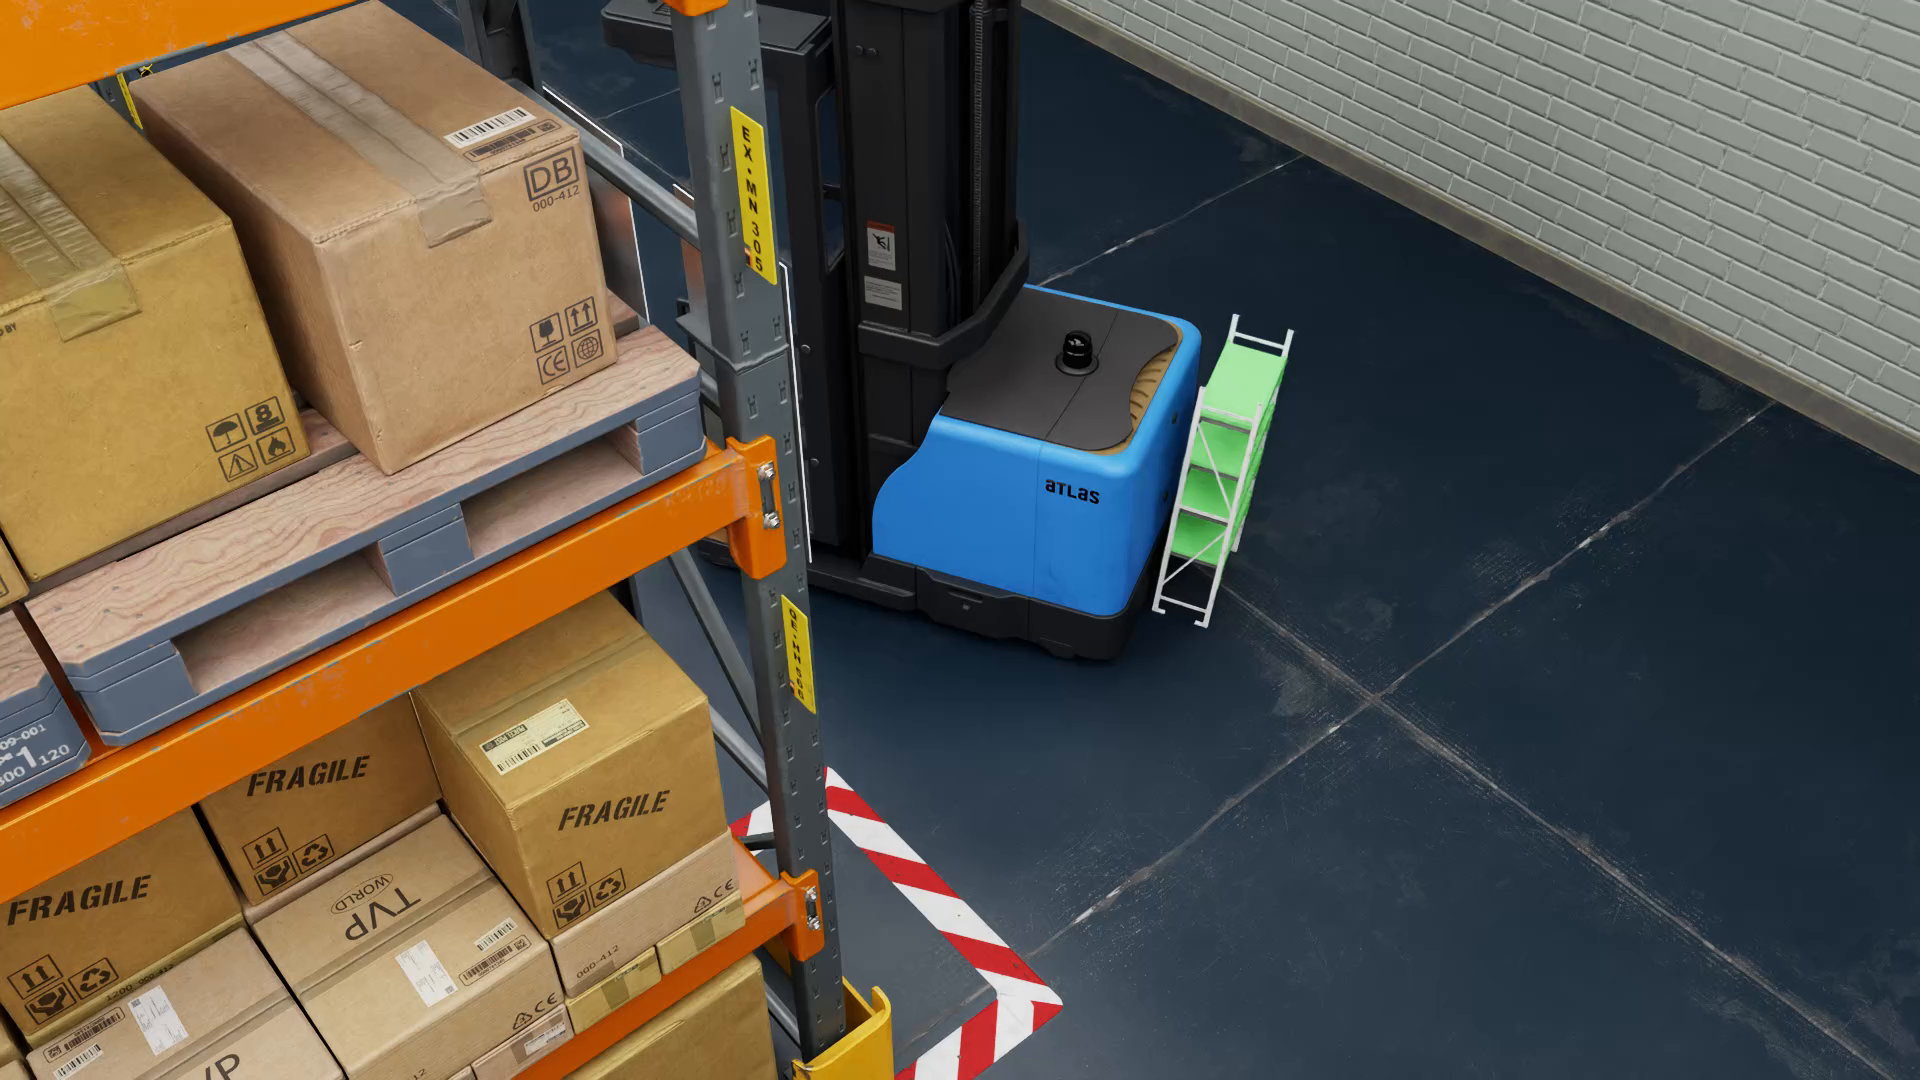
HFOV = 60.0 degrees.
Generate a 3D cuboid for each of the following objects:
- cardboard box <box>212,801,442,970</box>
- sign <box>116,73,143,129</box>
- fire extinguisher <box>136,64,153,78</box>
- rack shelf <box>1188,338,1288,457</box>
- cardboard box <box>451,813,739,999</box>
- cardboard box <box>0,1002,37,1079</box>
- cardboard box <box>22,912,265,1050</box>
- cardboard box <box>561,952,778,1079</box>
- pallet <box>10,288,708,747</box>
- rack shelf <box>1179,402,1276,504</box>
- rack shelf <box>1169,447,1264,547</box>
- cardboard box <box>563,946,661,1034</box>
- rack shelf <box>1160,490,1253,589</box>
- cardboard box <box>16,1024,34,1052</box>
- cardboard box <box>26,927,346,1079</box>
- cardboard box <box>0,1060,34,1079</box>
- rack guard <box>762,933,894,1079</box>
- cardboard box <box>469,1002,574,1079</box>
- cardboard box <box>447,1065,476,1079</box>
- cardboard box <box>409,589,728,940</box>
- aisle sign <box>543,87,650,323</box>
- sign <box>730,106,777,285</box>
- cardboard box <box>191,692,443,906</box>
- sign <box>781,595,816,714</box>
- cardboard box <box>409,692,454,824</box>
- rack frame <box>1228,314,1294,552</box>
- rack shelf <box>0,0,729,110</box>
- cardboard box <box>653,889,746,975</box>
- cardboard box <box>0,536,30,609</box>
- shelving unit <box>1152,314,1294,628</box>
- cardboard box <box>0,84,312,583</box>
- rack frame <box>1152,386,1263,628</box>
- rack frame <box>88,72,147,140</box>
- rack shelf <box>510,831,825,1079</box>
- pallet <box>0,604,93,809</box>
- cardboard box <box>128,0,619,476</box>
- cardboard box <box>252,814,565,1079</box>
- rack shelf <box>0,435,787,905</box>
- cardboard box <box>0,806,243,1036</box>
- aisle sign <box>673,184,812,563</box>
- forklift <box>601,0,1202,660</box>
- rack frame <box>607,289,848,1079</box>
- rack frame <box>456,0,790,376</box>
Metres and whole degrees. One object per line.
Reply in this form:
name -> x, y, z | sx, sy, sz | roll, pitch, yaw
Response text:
cardboard box -> -1.645, 0.729, 4.229 | 0.500, 0.250, 0.500 | -30, 51, -28
sign -> -3.521, -1.897, 7.013 | 0.005, 0.325, 0.100 | -30, 51, -28
fire extinguisher -> -3.479, -1.783, 7.340 | 0.183, 0.674, 0.296 | -30, 51, -28
rack shelf -> 1.073, -0.552, 6.396 | 0.258, 0.148, 0.480 | 18, 46, 12
cardboard box -> -0.910, 0.780, 4.174 | 0.500, 0.250, 0.500 | -31, 51, -28
cardboard box -> -2.429, 1.179, 3.749 | 0.500, 0.250, 0.500 | -31, 51, -29
cardboard box -> -2.033, 0.947, 3.996 | 0.500, 0.250, 0.500 | -32, 52, -29
cardboard box -> -1.149, 1.426, 4.839 | 0.875, 0.875, 0.875 | -30, 51, -28
pallet -> -1.271, -0.248, 3.250 | 1.213, 0.211, 1.003 | -30, 51, -28
rack shelf -> 1.057, -0.382, 6.564 | 0.258, 0.148, 0.480 | 18, 46, 12
rack shelf -> 1.042, -0.211, 6.733 | 0.258, 0.148, 0.480 | 18, 46, 12
cardboard box -> -0.969, 1.018, 4.213 | 0.250, 0.149, 0.380 | -29, 51, -28
rack shelf -> 1.026, -0.041, 6.901 | 0.258, 0.148, 0.480 | 18, 46, 12
cardboard box -> -2.372, 1.232, 3.984 | 0.250, 0.149, 0.380 | -31, 51, -29
cardboard box -> -1.690, 1.226, 3.699 | 0.500, 0.250, 0.500 | -32, 52, -29
cardboard box -> -2.087, 1.457, 3.453 | 0.500, 0.250, 0.500 | -30, 51, -28
rack guard -> -0.690, 1.382, 5.467 | 0.348, 0.500, 1.175 | -30, 51, -28
cardboard box -> -1.163, 1.128, 4.095 | 0.250, 0.149, 0.380 | -30, 51, -28
cardboard box -> -1.355, 1.237, 3.979 | 0.250, 0.149, 0.380 | -29, 50, -27
cardboard box -> -0.914, 0.506, 3.918 | 0.500, 0.500, 0.500 | -29, 50, -27
aisle sign -> -0.846, -0.655, 3.911 | 0.004, 0.787, 0.394 | -30, 51, -28
sign -> -0.371, -0.615, 2.987 | 0.005, 0.325, 0.100 | -30, 51, -28
cardboard box -> -1.634, 0.443, 3.985 | 0.500, 0.500, 0.500 | -31, 51, -29
sign -> -0.371, 0.264, 3.812 | 0.005, 0.325, 0.100 | -30, 51, -28
cardboard box -> -1.250, 0.497, 4.476 | 0.500, 0.250, 0.500 | -31, 51, -29
rack frame -> 1.134, -0.413, 6.854 | 0.240, 1.200, 0.015 | 18, 46, 12
rack shelf -> -2.243, -0.419, 1.994 | 4.000, 0.370, 1.077 | -30, 51, -28
cardboard box -> -0.771, 0.902, 4.335 | 0.250, 0.149, 0.380 | -29, 50, -27
cardboard box -> -1.948, -0.145, 2.623 | 0.500, 0.500, 0.700 | -33, 52, -30
shelving unit -> 1.046, -0.257, 6.688 | 0.258, 1.200, 0.503 | 18, 46, 12
cardboard box -> -1.582, -0.397, 2.892 | 0.500, 0.500, 0.700 | -32, 52, -29
rack frame -> 0.957, -0.101, 6.522 | 0.240, 1.200, 0.015 | 18, 46, 12
rack frame -> -3.887, -2.119, 7.369 | 0.127, 3.000, 1.000 | -30, 51, -28
rack shelf -> -2.243, 1.622, 3.911 | 4.000, 0.370, 1.077 | -30, 51, -28
pallet -> -2.208, 0.291, 2.677 | 1.213, 0.211, 1.003 | -30, 51, -28
cardboard box -> -1.073, -0.581, 3.087 | 0.500, 0.500, 0.700 | -33, 52, -30
cardboard box -> -1.300, 1.002, 3.937 | 0.500, 0.250, 0.500 | -31, 51, -29
rack shelf -> -2.243, 0.529, 2.884 | 4.000, 0.370, 1.077 | -30, 51, -28
cardboard box -> -2.027, 0.674, 3.740 | 0.500, 0.500, 0.500 | -31, 51, -29
aisle sign -> -0.461, -0.340, 3.576 | 0.004, 0.787, 0.394 | -30, 51, -28
forklift -> -0.586, -1.228, 6.471 | 3.031, 2.935, 1.130 | 15, 45, 16
rack frame -> -0.709, 0.482, 4.600 | 0.127, 3.000, 1.000 | -30, 51, -28
rack frame -> -0.709, -1.705, 2.546 | 0.127, 3.000, 1.000 | -30, 51, -28
